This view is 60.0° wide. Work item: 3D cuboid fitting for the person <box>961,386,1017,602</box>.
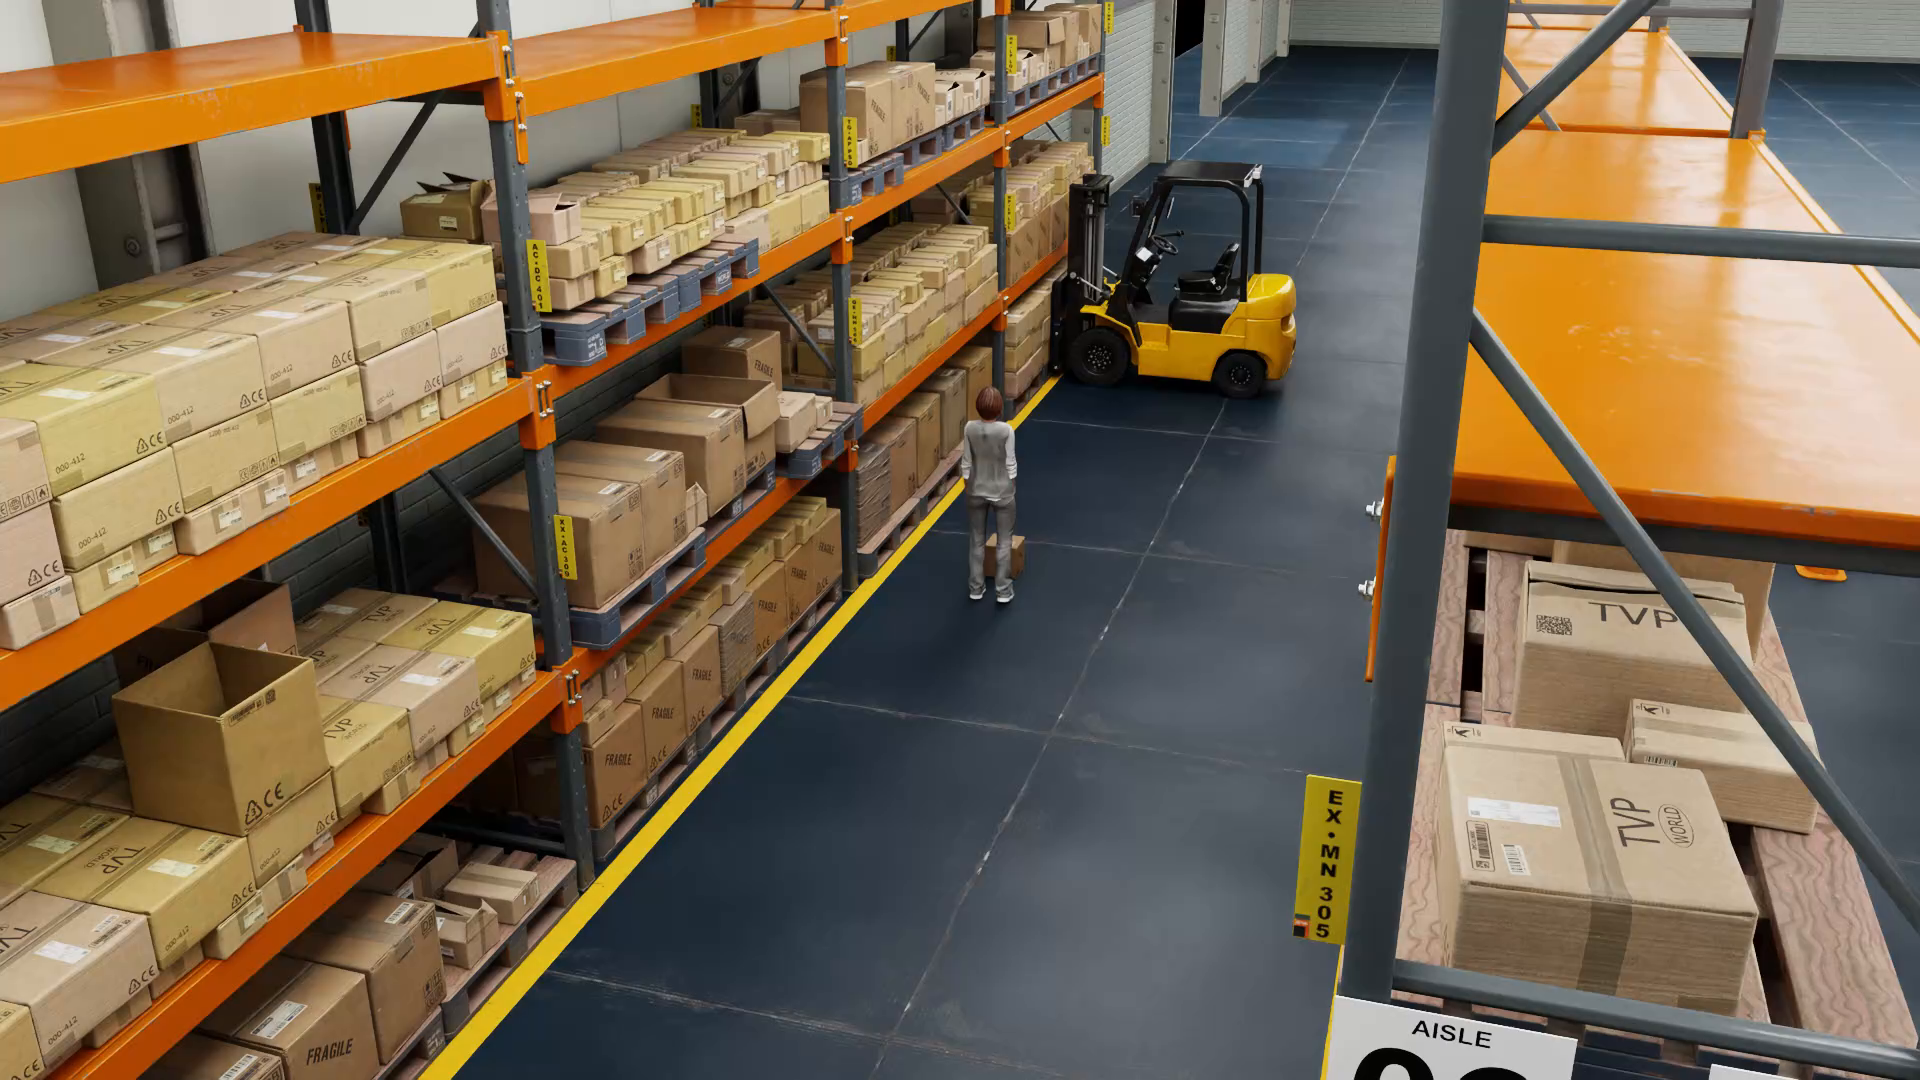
[{"bbox_3d":[0.206,-0.321,11.892,0.407,1.600,0.305,5,23,13],"label":"person"}]
